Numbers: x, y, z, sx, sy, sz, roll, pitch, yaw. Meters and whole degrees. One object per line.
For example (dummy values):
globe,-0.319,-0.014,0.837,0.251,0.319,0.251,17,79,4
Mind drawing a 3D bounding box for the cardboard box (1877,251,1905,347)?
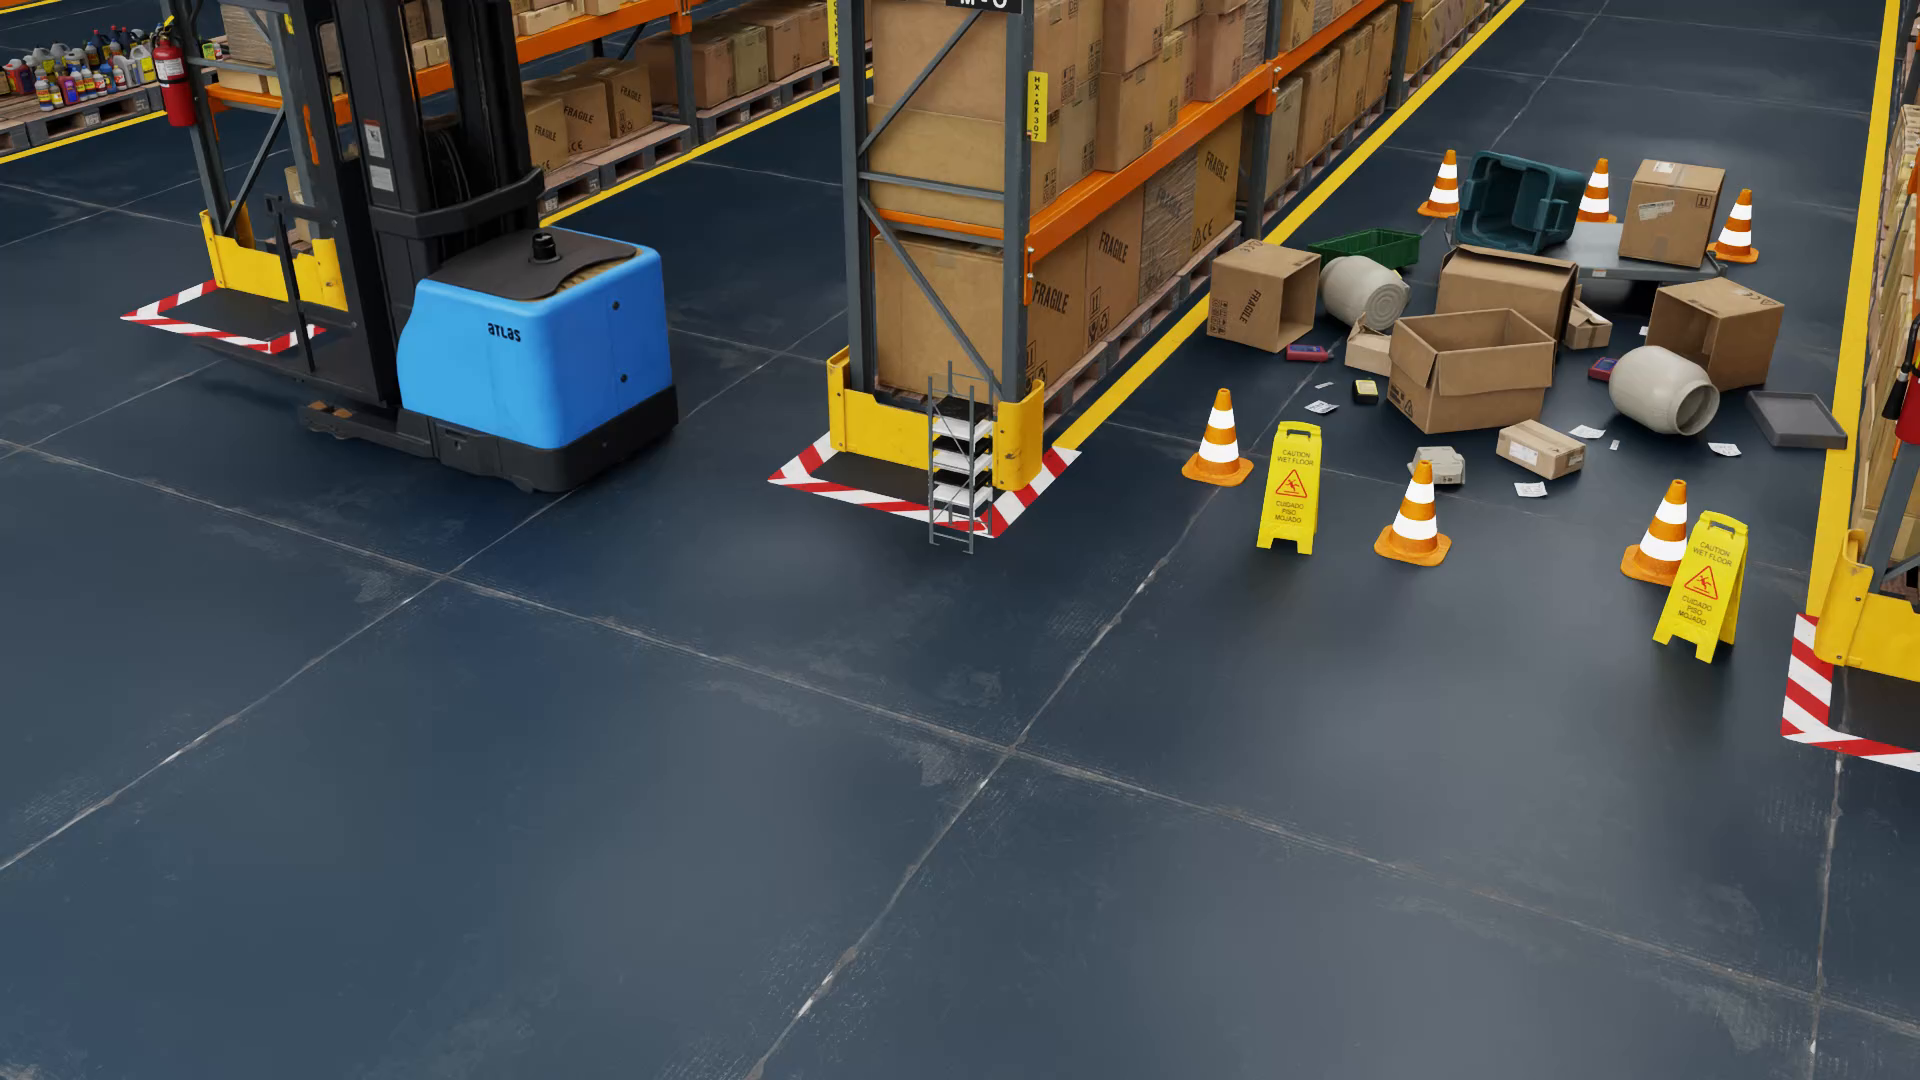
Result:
cardboard box,5.406,-1.334,9.146,0.500,0.500,0.500,16,33,25

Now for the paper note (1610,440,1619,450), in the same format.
paper note,3.605,-0.524,9.152,0.032,0.001,0.123,14,33,23

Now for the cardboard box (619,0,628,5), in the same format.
cardboard box,-2.800,-4.230,12.857,0.380,0.149,0.250,14,33,23

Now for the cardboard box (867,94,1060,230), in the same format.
cardboard box,0.002,-2.004,8.576,0.875,0.550,0.550,14,33,23

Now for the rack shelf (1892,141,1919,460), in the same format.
rack shelf,5.237,-1.260,8.155,1.077,0.370,4.000,14,33,23

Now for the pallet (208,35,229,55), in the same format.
pallet,-6.760,-4.978,16.707,1.003,0.211,1.213,14,33,23

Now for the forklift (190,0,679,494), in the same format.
forklift,-3.099,-2.035,8.851,3.031,2.935,1.130,16,34,26

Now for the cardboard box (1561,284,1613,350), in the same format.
cardboard box,3.866,-1.399,10.420,0.258,0.266,0.396,-7,31,-11

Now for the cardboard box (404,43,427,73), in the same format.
cardboard box,-3.800,-3.227,11.109,0.380,0.149,0.250,14,33,23

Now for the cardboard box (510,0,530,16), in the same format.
cardboard box,-3.596,-4.024,11.845,0.875,0.500,0.500,14,33,23

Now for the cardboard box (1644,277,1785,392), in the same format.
cardboard box,4.449,-1.210,9.852,0.500,0.500,0.500,-12,32,-20

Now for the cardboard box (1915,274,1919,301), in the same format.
cardboard box,4.549,-1.158,7.507,0.380,0.149,0.250,15,33,24

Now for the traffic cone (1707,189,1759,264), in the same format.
traffic cone,5.467,-2.226,11.662,0.336,0.463,0.334,14,33,23

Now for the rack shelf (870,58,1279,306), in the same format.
rack shelf,0.784,-2.338,10.032,1.077,0.370,4.000,14,33,23

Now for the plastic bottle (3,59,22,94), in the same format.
plastic bottle,-8.320,-4.086,14.647,0.152,0.276,0.135,15,33,24

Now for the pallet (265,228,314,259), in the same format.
pallet,-4.060,-2.110,11.713,1.003,0.211,1.213,14,33,23

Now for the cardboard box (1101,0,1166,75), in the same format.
cardboard box,0.621,-2.935,9.114,0.875,0.550,0.550,14,33,23

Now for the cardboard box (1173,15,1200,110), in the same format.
cardboard box,0.957,-2.974,10.267,0.875,0.550,0.550,14,33,23

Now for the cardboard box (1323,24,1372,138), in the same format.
cardboard box,2.765,-3.879,13.830,1.050,0.750,0.750,15,33,24

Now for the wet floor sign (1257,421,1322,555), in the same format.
wet floor sign,1.623,-0.281,8.091,0.267,0.644,0.232,9,31,15

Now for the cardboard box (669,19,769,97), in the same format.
cardboard box,-2.141,-4.288,14.774,0.700,0.500,0.500,14,33,23

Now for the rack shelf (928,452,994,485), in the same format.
rack shelf,0.004,-0.365,8.049,0.258,0.077,0.200,14,33,23

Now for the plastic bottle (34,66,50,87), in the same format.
plastic bottle,-8.137,-4.095,14.738,0.097,0.201,0.097,0,30,0

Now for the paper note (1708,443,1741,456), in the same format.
paper note,4.186,-0.503,9.094,0.142,0.019,0.148,4,30,6

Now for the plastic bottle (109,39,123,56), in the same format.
plastic bottle,-7.779,-4.483,15.342,0.097,0.271,0.097,0,30,0

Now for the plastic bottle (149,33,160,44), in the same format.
plastic bottle,-7.665,-4.721,15.827,0.097,0.201,0.097,0,30,0

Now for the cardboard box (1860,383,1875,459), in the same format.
cardboard box,4.931,-0.556,8.545,0.500,0.250,0.500,13,32,22

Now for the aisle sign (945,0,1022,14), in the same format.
aisle sign,0.108,-2.792,7.489,0.394,0.787,0.004,14,33,23

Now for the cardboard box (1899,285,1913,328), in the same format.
cardboard box,4.805,-1.101,8.091,0.380,0.149,0.250,16,33,25

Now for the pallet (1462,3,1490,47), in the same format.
pallet,4.987,-5.529,17.666,1.003,0.211,1.213,14,33,23

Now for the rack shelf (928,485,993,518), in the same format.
rack shelf,0.004,-0.209,8.138,0.258,0.077,0.200,14,33,23

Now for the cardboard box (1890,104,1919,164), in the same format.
cardboard box,7.704,-3.027,12.725,0.950,0.372,0.625,12,32,20

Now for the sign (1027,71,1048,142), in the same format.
sign,0.365,-2.045,7.850,0.100,0.325,0.005,14,33,23

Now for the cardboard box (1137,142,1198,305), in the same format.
cardboard box,0.940,-2.134,10.667,0.875,0.875,0.875,15,33,24

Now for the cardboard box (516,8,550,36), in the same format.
cardboard box,-3.206,-3.775,12.063,0.380,0.149,0.250,14,33,23

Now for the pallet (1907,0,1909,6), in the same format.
pallet,11.320,-6.197,18.830,1.003,0.211,1.213,14,33,23

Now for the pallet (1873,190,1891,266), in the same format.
pallet,7.056,-2.138,11.761,1.003,0.211,1.213,14,33,23

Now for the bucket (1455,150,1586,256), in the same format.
bucket,3.686,-2.193,10.818,0.620,0.611,0.726,-14,31,-42

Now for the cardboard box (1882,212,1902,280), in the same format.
cardboard box,6.385,-1.735,10.476,0.950,0.372,0.625,15,33,24

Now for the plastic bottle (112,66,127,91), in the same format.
plastic bottle,-7.461,-4.099,14.744,0.097,0.201,0.097,0,30,0

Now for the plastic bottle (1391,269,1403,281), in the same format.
plastic bottle,2.913,-1.798,11.320,0.133,0.061,0.283,-1,30,-3

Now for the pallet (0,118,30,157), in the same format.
pallet,-8.538,-3.251,13.700,1.003,0.211,1.213,14,33,23

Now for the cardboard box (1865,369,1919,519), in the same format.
cardboard box,4.459,-0.415,7.547,0.500,0.500,0.500,15,33,24

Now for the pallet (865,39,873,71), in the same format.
pallet,-1.209,-4.925,16.614,1.003,0.211,1.213,14,33,23

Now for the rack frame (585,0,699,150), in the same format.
rack frame,-2.674,-4.707,13.435,1.000,3.000,0.127,14,33,23

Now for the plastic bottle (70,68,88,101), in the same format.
plastic bottle,-7.646,-3.950,14.414,0.097,0.271,0.097,0,30,0

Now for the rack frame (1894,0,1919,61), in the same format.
rack frame,9.793,-6.005,15.696,1.000,3.000,0.127,14,33,23

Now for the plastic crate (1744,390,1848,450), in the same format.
plastic crate,4.703,-0.683,9.359,0.402,0.080,0.583,4,30,6

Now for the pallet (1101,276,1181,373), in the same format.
pallet,0.725,-1.466,10.590,1.003,0.211,1.213,14,33,23

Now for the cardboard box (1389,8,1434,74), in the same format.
cardboard box,4.067,-4.664,15.448,0.500,0.500,0.500,13,32,21

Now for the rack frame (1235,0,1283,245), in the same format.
rack frame,1.696,-3.537,11.397,1.000,3.000,0.127,14,33,23

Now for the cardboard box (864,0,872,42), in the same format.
cardboard box,-1.139,-5.286,16.510,0.700,0.500,0.500,13,32,21

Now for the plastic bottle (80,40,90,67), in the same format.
plastic bottle,-8.018,-4.432,15.242,0.061,0.283,0.133,16,33,25

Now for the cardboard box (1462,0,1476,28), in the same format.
cardboard box,4.993,-5.569,17.024,0.500,0.500,0.500,13,33,22

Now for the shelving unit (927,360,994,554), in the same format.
shelving unit,0.004,-0.394,8.032,0.258,0.900,0.210,14,33,23

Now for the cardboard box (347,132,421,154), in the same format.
cardboard box,-3.955,-2.578,11.815,0.500,0.500,0.500,24,38,36

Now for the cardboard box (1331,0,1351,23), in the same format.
cardboard box,2.634,-4.198,12.447,0.500,0.500,0.500,14,33,23

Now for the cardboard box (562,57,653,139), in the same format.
cardboard box,-2.892,-3.637,13.660,0.500,0.500,0.500,13,32,22

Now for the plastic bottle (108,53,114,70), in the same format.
plastic bottle,-7.527,-4.217,14.867,0.061,0.283,0.133,14,33,23
